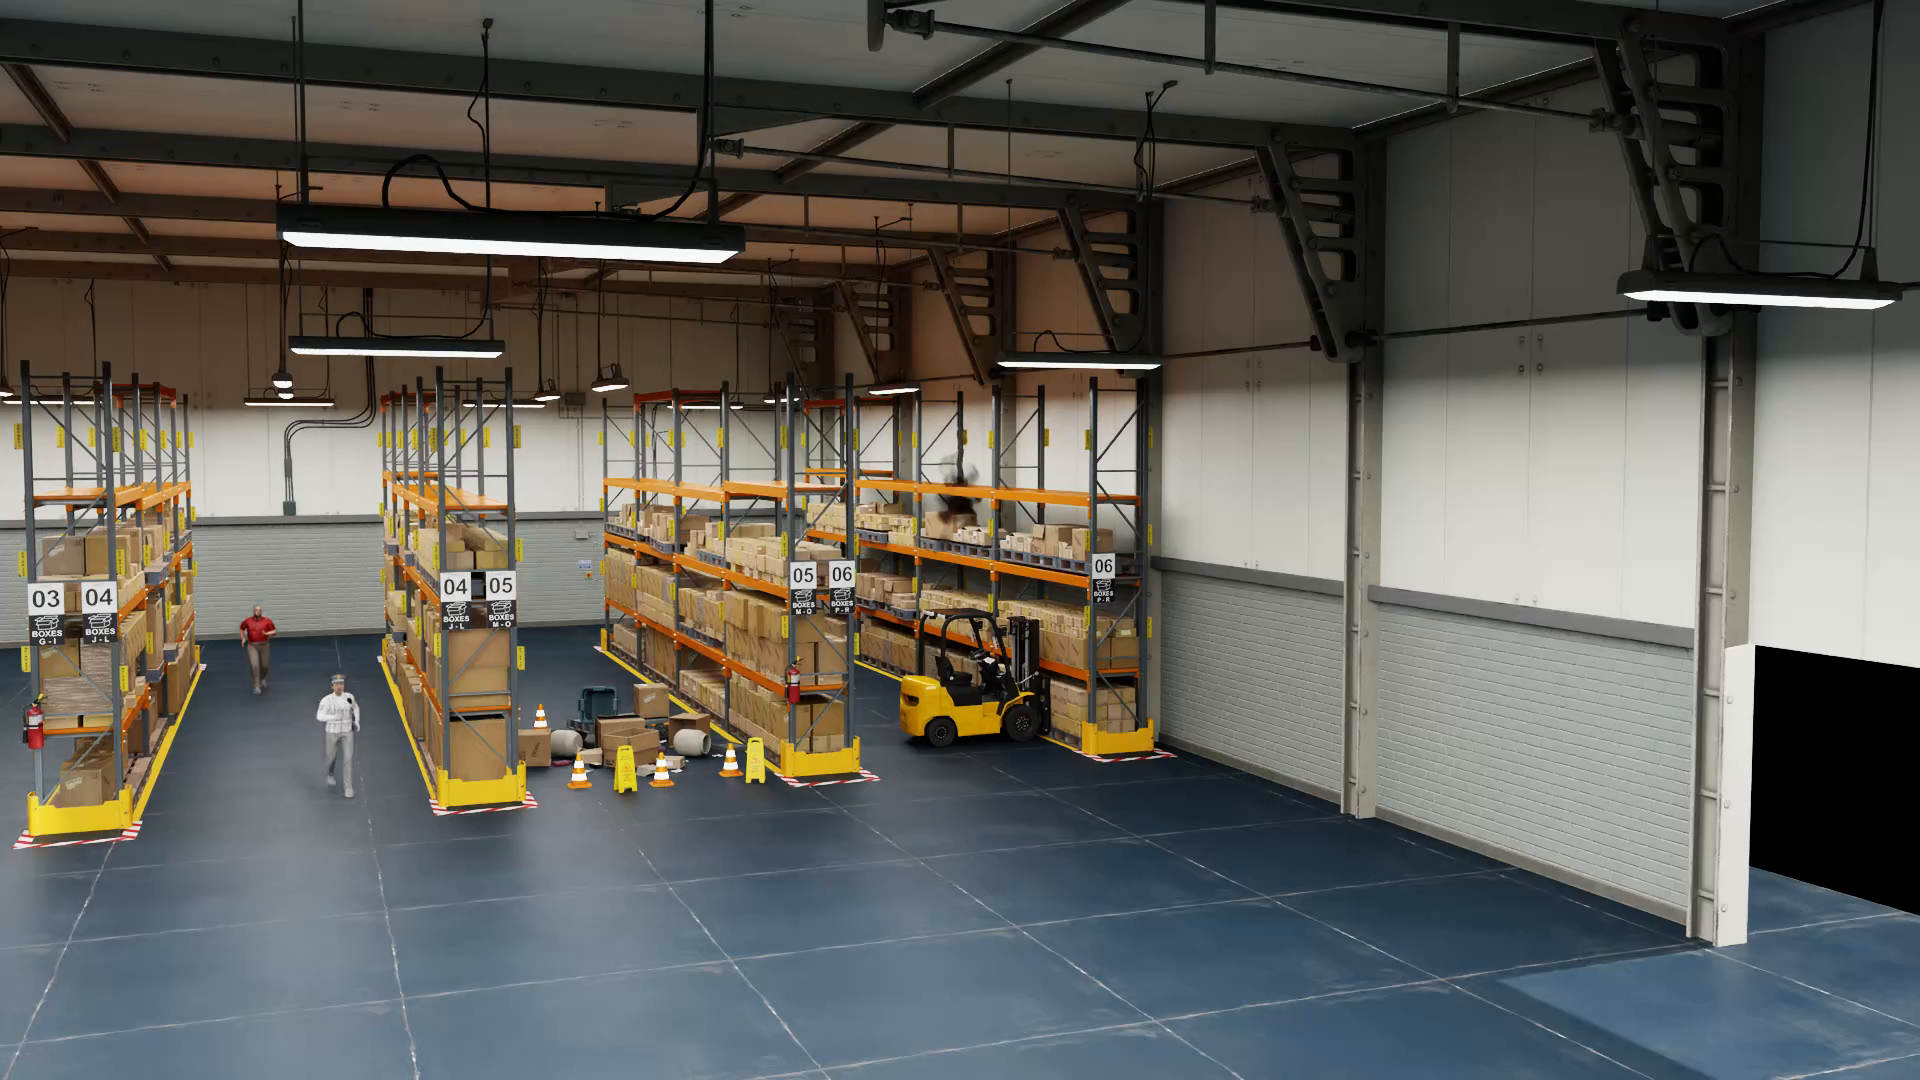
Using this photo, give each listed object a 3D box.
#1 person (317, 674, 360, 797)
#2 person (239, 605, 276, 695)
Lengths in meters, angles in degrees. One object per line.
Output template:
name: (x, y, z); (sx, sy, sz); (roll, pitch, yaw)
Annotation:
person: (-8.753, 2.722, 23.465); (0.610, 1.680, 0.938); (-2, 4, -31)
person: (-13.880, 2.141, 32.896); (0.663, 1.713, 0.991); (-2, 4, -29)
